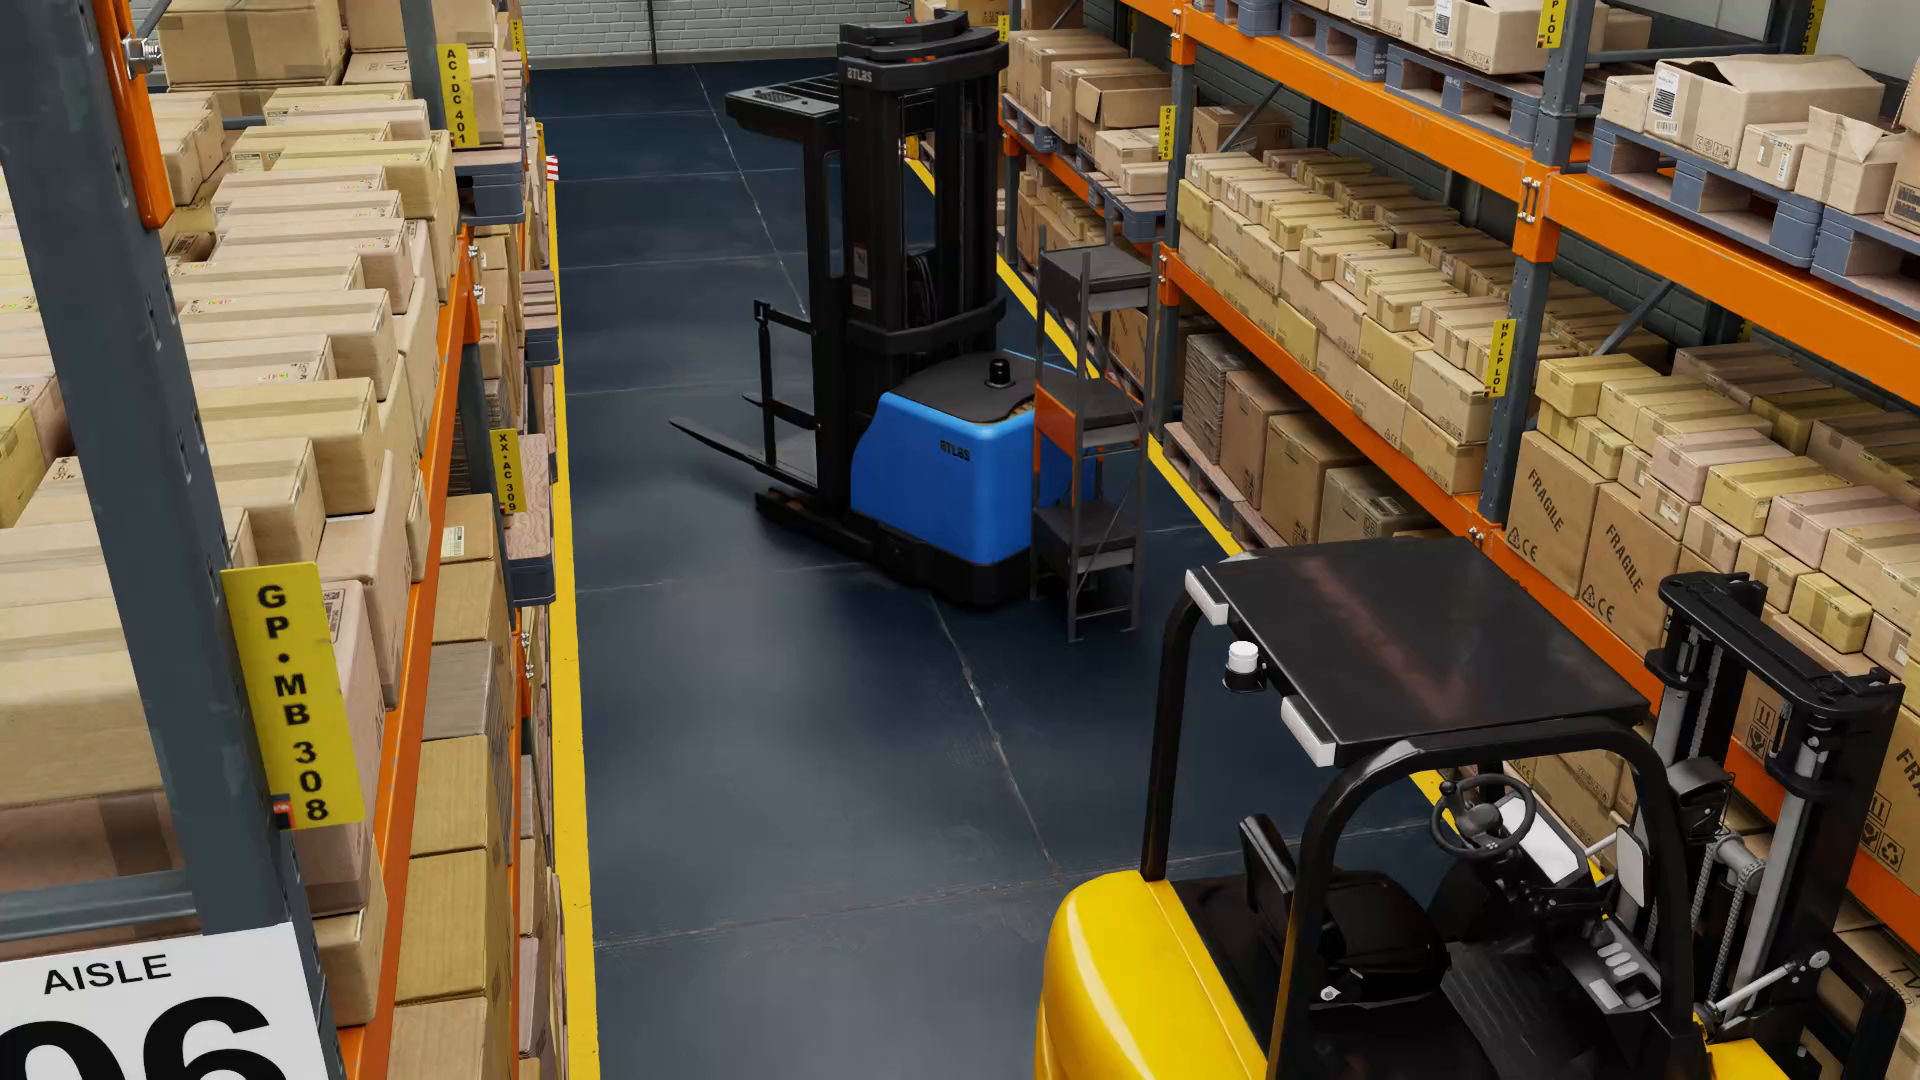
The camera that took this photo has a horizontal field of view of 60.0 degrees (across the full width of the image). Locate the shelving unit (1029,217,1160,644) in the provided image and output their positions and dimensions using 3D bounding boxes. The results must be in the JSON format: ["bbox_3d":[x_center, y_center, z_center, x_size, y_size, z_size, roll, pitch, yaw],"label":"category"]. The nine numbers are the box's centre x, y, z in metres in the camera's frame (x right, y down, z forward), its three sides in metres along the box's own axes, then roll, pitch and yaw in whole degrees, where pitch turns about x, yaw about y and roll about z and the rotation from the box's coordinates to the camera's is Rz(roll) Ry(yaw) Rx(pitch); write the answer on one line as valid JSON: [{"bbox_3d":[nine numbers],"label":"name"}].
[{"bbox_3d":[0.664,-0.535,8.477,0.431,2.100,0.503,-10,28,-20],"label":"shelving unit"}]

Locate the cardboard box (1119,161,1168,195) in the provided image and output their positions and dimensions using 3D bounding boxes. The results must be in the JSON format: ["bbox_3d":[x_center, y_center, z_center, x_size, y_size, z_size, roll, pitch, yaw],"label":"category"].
[{"bbox_3d":[1.268,-2.385,10.959,0.380,0.149,0.250,-5,27,-11],"label":"cardboard box"}]

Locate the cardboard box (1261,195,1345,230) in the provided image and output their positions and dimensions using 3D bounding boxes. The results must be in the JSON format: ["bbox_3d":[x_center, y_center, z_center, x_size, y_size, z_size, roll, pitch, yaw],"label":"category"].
[{"bbox_3d":[1.876,-1.777,9.110,0.380,0.149,0.250,-6,27,-11],"label":"cardboard box"}]

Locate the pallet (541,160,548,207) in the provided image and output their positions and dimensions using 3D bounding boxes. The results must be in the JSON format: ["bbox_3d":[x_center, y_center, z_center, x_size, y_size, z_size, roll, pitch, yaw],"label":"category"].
[{"bbox_3d":[-4.591,-3.479,16.408,1.003,0.211,1.213,-6,27,-12],"label":"pallet"}]

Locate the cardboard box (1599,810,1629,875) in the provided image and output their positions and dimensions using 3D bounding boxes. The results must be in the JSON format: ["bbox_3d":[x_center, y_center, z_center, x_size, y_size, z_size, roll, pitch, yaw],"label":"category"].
[{"bbox_3d":[2.717,1.199,6.076,0.500,0.250,0.500,-6,27,-12],"label":"cardboard box"}]

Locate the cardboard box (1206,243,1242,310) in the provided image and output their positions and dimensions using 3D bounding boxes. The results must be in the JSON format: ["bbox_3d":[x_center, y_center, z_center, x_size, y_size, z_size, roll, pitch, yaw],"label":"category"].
[{"bbox_3d":[1.761,-1.553,9.663,0.500,0.250,0.500,-7,28,-13],"label":"cardboard box"}]

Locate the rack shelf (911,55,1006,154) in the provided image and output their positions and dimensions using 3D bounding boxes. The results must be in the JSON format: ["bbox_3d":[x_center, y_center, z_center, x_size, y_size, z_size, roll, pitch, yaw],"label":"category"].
[{"bbox_3d":[0.438,-4.373,15.884,1.077,0.370,4.000,-6,27,-12],"label":"rack shelf"}]

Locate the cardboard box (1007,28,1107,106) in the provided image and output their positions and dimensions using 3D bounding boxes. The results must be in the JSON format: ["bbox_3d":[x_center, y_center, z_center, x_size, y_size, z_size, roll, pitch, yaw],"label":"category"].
[{"bbox_3d":[0.780,-3.813,13.399,0.700,0.500,0.500,-5,27,-10],"label":"cardboard box"}]

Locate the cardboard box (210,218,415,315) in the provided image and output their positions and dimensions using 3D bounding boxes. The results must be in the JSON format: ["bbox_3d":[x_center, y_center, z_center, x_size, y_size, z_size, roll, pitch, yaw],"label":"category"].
[{"bbox_3d":[-1.417,-0.594,3.662,0.380,0.149,0.250,-6,27,-11],"label":"cardboard box"}]

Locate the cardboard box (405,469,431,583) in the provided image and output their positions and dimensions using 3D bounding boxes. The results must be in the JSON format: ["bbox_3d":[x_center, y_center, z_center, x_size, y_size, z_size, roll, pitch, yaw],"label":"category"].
[{"bbox_3d":[-1.296,-0.015,3.401,0.380,0.149,0.250,-6,27,-11],"label":"cardboard box"}]

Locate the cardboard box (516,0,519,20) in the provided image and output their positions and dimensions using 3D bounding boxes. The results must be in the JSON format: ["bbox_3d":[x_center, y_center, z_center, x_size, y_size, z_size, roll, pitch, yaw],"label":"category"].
[{"bbox_3d":[-4.253,-4.926,14.961,0.500,0.500,0.500,-6,27,-12],"label":"cardboard box"}]

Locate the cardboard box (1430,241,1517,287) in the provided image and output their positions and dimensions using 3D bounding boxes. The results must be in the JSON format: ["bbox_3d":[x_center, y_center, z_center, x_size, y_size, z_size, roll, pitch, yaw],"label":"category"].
[{"bbox_3d":[2.586,-1.380,8.324,0.380,0.149,0.250,-6,27,-12],"label":"cardboard box"}]

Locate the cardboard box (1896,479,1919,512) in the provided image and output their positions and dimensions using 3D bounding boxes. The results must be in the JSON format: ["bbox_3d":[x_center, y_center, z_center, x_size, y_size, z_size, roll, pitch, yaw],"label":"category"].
[{"bbox_3d":[3.315,-0.096,5.451,0.380,0.149,0.250,-6,27,-12],"label":"cardboard box"}]

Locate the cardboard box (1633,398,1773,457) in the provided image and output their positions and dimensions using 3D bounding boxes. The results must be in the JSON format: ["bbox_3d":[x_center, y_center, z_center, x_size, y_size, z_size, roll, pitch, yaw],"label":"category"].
[{"bbox_3d":[2.688,-0.385,6.022,0.380,0.149,0.250,-6,27,-13],"label":"cardboard box"}]

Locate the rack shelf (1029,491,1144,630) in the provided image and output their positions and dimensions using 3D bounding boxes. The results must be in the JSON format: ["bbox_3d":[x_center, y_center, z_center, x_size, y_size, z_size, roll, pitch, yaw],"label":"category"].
[{"bbox_3d":[0.661,0.103,8.797,0.431,0.518,0.480,-10,28,-20],"label":"rack shelf"}]

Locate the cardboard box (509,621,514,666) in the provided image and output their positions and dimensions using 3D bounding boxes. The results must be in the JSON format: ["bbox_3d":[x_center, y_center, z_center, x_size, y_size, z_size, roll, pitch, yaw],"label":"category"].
[{"bbox_3d":[-1.774,0.424,5.861,0.380,0.149,0.250,-6,27,-12],"label":"cardboard box"}]

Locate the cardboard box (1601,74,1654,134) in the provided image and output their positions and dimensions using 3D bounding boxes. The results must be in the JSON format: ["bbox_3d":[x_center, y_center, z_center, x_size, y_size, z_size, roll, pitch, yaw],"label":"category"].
[{"bbox_3d":[2.497,-1.536,5.836,0.380,0.149,0.250,-5,27,-11],"label":"cardboard box"}]

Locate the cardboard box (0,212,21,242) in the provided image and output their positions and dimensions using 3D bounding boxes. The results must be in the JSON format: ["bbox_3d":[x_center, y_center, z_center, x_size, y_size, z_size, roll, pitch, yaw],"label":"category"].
[{"bbox_3d":[-2.044,-0.644,3.762,0.380,0.149,0.250,-6,27,-12],"label":"cardboard box"}]

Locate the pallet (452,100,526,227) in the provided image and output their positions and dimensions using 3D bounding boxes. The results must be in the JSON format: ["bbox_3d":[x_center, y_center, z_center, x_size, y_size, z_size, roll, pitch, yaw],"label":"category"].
[{"bbox_3d":[-2.179,-1.336,5.947,1.213,0.211,1.003,-6,27,-12],"label":"pallet"}]

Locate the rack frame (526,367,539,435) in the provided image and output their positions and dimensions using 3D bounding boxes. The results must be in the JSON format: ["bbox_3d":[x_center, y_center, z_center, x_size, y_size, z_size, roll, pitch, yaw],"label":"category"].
[{"bbox_3d":[-3.045,-1.555,9.501,1.000,3.000,0.127,-6,27,-12],"label":"rack frame"}]

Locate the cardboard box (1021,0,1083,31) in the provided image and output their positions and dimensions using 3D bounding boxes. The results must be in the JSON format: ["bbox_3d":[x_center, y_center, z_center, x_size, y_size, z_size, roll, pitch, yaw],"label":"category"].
[{"bbox_3d":[0.812,-4.898,15.129,0.500,0.500,0.500,-7,28,-13],"label":"cardboard box"}]

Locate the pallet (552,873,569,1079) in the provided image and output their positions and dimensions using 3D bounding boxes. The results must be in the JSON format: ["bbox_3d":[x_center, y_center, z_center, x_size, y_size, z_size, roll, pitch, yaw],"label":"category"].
[{"bbox_3d":[-1.958,1.737,6.074,1.003,0.211,1.213,-6,27,-12],"label":"pallet"}]

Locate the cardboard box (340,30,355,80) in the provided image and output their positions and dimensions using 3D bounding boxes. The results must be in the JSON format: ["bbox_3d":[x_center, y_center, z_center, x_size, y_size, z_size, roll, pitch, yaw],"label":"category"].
[{"bbox_3d":[-2.525,-1.723,6.206,0.500,0.250,0.500,-6,27,-11],"label":"cardboard box"}]

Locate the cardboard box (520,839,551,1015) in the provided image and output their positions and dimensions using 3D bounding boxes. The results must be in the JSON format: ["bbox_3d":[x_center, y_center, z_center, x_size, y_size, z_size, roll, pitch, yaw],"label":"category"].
[{"bbox_3d":[-1.632,1.362,5.476,0.500,0.500,0.500,-5,27,-11],"label":"cardboard box"}]

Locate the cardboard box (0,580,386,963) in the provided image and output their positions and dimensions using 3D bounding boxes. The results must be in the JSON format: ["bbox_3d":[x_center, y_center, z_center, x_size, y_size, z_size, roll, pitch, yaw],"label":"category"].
[{"bbox_3d":[-1.096,0.305,2.325,0.500,0.250,0.500,-6,27,-13],"label":"cardboard box"}]

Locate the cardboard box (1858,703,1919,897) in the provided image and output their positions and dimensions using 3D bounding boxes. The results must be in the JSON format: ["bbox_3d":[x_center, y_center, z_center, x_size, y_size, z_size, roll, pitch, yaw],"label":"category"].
[{"bbox_3d":[3.003,0.764,4.797,0.500,0.500,0.500,-6,27,-13],"label":"cardboard box"}]

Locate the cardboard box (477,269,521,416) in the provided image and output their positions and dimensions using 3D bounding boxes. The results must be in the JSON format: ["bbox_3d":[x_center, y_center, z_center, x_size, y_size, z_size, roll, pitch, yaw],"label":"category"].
[{"bbox_3d":[-2.181,-0.837,7.172,0.500,0.500,0.500,-6,27,-12],"label":"cardboard box"}]

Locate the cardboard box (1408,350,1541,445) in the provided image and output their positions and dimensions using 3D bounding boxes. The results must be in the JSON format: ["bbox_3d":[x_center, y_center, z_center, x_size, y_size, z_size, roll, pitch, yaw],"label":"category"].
[{"bbox_3d":[2.332,-0.650,7.321,0.500,0.250,0.500,-7,28,-13],"label":"cardboard box"}]

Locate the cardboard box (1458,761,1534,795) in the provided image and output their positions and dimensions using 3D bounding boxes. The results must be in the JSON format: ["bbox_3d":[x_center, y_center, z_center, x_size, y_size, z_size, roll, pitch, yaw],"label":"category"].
[{"bbox_3d":[2.478,0.982,7.062,0.500,0.250,0.500,-6,27,-11],"label":"cardboard box"}]

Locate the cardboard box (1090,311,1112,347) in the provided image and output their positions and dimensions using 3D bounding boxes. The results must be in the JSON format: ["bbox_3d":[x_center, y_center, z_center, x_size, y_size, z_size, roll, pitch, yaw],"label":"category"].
[{"bbox_3d":[1.262,-1.746,12.188,0.500,0.500,0.500,-5,27,-9],"label":"cardboard box"}]

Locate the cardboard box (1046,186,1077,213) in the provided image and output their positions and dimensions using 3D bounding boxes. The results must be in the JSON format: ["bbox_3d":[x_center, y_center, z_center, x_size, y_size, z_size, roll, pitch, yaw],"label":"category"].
[{"bbox_3d":[0.917,-2.768,13.493,0.380,0.149,0.250,-7,28,-14],"label":"cardboard box"}]

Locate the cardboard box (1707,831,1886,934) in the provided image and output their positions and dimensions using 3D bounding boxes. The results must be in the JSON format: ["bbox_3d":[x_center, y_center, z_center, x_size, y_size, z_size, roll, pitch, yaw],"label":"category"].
[{"bbox_3d":[2.834,1.207,5.505,0.500,0.250,0.500,-7,28,-13],"label":"cardboard box"}]

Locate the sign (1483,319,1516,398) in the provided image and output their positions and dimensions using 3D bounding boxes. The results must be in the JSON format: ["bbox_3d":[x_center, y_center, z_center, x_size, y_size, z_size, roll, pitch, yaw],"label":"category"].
[{"bbox_3d":[2.165,-0.727,6.663,0.100,0.325,0.005,-6,27,-12],"label":"sign"}]

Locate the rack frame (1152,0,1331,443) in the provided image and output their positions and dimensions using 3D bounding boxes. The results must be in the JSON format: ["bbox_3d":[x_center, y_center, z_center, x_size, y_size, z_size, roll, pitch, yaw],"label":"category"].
[{"bbox_3d":[1.790,-2.060,10.503,1.000,3.000,0.127,-6,27,-12],"label":"rack frame"}]

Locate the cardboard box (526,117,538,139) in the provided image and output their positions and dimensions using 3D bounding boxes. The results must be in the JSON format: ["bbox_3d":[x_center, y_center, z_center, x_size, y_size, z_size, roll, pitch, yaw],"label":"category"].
[{"bbox_3d":[-4.602,-3.831,16.388,0.875,0.438,0.875,-7,28,-13],"label":"cardboard box"}]

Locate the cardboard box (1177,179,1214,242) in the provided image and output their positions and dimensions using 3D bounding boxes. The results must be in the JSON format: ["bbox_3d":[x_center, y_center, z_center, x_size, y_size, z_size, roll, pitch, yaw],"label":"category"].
[{"bbox_3d":[1.628,-1.995,9.984,0.500,0.250,0.500,-6,27,-12],"label":"cardboard box"}]

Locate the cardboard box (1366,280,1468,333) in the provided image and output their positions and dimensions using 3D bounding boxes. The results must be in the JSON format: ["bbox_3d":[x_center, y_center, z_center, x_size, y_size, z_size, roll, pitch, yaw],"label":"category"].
[{"bbox_3d":[2.130,-1.092,7.754,0.380,0.149,0.250,-7,28,-13],"label":"cardboard box"}]

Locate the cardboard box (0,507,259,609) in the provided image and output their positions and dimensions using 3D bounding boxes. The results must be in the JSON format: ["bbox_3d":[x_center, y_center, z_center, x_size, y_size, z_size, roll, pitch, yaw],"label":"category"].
[{"bbox_3d":[-1.196,0.089,2.310,0.380,0.149,0.250,-6,27,-12],"label":"cardboard box"}]

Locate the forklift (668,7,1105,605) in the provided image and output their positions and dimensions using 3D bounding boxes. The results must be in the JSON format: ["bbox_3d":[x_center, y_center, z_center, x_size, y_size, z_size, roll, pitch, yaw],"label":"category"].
[{"bbox_3d":[-0.585,-1.522,9.512,3.031,2.935,1.130,24,35,39],"label":"forklift"}]

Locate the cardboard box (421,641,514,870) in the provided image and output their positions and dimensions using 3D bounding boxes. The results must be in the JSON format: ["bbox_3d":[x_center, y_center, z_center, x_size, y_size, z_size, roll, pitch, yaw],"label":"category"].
[{"bbox_3d":[-1.557,0.646,4.700,0.500,0.500,0.500,-5,27,-10],"label":"cardboard box"}]

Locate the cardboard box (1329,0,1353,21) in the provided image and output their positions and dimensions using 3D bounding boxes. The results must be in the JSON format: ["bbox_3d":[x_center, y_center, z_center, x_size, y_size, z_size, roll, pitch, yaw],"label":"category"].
[{"bbox_3d":[1.974,-2.554,7.854,0.380,0.149,0.250,-6,27,-12],"label":"cardboard box"}]

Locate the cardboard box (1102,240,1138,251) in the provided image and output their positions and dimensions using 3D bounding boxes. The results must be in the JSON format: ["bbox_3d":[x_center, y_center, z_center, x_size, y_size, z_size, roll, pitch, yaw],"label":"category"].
[{"bbox_3d":[1.252,-2.079,12.129,0.380,0.149,0.250,-6,27,-12],"label":"cardboard box"}]

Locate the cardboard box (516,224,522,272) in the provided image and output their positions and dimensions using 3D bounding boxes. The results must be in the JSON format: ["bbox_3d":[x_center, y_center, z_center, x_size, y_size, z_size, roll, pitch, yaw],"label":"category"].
[{"bbox_3d":[-2.910,-1.728,10.011,0.500,0.250,0.500,-6,27,-12],"label":"cardboard box"}]

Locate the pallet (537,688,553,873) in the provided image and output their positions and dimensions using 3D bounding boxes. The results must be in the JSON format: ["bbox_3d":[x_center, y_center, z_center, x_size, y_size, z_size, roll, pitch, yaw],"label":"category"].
[{"bbox_3d":[-2.320,1.104,7.327,1.003,0.211,1.213,-6,27,-12],"label":"pallet"}]

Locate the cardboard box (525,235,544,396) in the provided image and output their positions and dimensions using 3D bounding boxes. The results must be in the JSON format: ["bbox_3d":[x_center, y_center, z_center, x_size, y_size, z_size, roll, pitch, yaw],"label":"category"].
[{"bbox_3d":[-3.317,-1.497,11.280,0.875,0.875,0.875,-6,27,-11],"label":"cardboard box"}]

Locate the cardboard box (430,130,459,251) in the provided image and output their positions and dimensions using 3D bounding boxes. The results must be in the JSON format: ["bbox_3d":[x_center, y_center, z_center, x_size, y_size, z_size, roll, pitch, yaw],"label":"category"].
[{"bbox_3d":[-1.781,-1.036,4.982,0.500,0.250,0.500,-6,27,-12],"label":"cardboard box"}]

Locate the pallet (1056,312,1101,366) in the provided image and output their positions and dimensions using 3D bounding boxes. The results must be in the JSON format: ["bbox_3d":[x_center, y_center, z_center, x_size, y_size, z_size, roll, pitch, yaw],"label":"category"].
[{"bbox_3d":[1.387,-1.682,12.848,1.003,0.211,1.213,-6,27,-12],"label":"pallet"}]

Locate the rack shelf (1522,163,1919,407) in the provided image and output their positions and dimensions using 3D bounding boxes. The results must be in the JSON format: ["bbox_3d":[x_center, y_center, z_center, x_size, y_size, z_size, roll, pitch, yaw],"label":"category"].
[{"bbox_3d":[3.142,-0.444,4.771,1.077,0.370,4.000,-6,27,-12],"label":"rack shelf"}]

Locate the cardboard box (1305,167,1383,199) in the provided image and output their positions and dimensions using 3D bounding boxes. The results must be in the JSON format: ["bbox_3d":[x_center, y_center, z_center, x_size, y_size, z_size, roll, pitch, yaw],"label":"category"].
[{"bbox_3d":[2.227,-2.049,9.650,0.380,0.149,0.250,-6,27,-12],"label":"cardboard box"}]

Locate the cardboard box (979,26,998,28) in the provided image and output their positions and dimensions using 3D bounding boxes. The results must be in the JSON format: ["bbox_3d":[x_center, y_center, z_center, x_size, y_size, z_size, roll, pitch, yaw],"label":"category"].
[{"bbox_3d":[0.194,-4.746,15.660,0.500,0.250,0.500,-7,28,-13],"label":"cardboard box"}]

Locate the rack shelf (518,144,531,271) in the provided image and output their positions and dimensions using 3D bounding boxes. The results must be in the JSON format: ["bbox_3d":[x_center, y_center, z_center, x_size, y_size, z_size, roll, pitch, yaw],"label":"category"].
[{"bbox_3d":[-3.496,-2.112,11.403,1.077,0.370,4.000,-6,27,-12],"label":"rack shelf"}]

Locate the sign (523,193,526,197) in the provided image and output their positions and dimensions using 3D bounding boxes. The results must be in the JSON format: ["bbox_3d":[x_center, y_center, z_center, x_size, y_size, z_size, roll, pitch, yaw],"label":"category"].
[{"bbox_3d":[-2.518,-2.096,9.376,0.100,0.325,0.005,-6,27,-12],"label":"sign"}]

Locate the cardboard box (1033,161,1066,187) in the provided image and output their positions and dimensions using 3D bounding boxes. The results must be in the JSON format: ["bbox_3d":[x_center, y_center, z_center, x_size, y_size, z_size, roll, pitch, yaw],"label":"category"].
[{"bbox_3d":[0.816,-3.017,13.656,0.380,0.149,0.250,-7,28,-14],"label":"cardboard box"}]

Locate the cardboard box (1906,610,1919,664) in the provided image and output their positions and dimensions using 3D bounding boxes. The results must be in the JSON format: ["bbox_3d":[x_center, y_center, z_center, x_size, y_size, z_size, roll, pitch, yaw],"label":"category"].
[{"bbox_3d":[2.922,0.299,4.668,0.380,0.149,0.250,-5,27,-11],"label":"cardboard box"}]

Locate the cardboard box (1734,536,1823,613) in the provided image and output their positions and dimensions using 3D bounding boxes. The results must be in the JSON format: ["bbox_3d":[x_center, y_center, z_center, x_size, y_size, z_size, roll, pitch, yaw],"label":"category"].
[{"bbox_3d":[2.768,0.093,5.406,0.380,0.149,0.250,-7,28,-13],"label":"cardboard box"}]

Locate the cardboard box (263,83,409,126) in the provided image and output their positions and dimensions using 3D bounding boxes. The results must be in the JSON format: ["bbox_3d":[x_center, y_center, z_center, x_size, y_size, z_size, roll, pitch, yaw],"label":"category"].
[{"bbox_3d":[-1.859,-1.265,4.992,0.380,0.149,0.250,-5,27,-11],"label":"cardboard box"}]

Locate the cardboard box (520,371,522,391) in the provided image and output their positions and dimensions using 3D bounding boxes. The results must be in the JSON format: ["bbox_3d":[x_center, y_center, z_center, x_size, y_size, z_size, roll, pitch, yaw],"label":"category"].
[{"bbox_3d":[-2.227,-0.724,7.668,0.380,0.149,0.250,-5,27,-10],"label":"cardboard box"}]

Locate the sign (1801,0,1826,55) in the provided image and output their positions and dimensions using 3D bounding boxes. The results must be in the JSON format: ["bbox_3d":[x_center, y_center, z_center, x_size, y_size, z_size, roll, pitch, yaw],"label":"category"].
[{"bbox_3d":[3.232,-1.967,6.327,0.100,0.325,0.005,-6,27,-12],"label":"sign"}]

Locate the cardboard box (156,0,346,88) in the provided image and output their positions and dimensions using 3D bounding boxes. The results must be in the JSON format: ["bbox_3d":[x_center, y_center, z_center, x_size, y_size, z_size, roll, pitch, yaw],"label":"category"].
[{"bbox_3d":[-2.398,-1.723,5.651,0.500,0.250,0.500,-5,27,-10],"label":"cardboard box"}]
